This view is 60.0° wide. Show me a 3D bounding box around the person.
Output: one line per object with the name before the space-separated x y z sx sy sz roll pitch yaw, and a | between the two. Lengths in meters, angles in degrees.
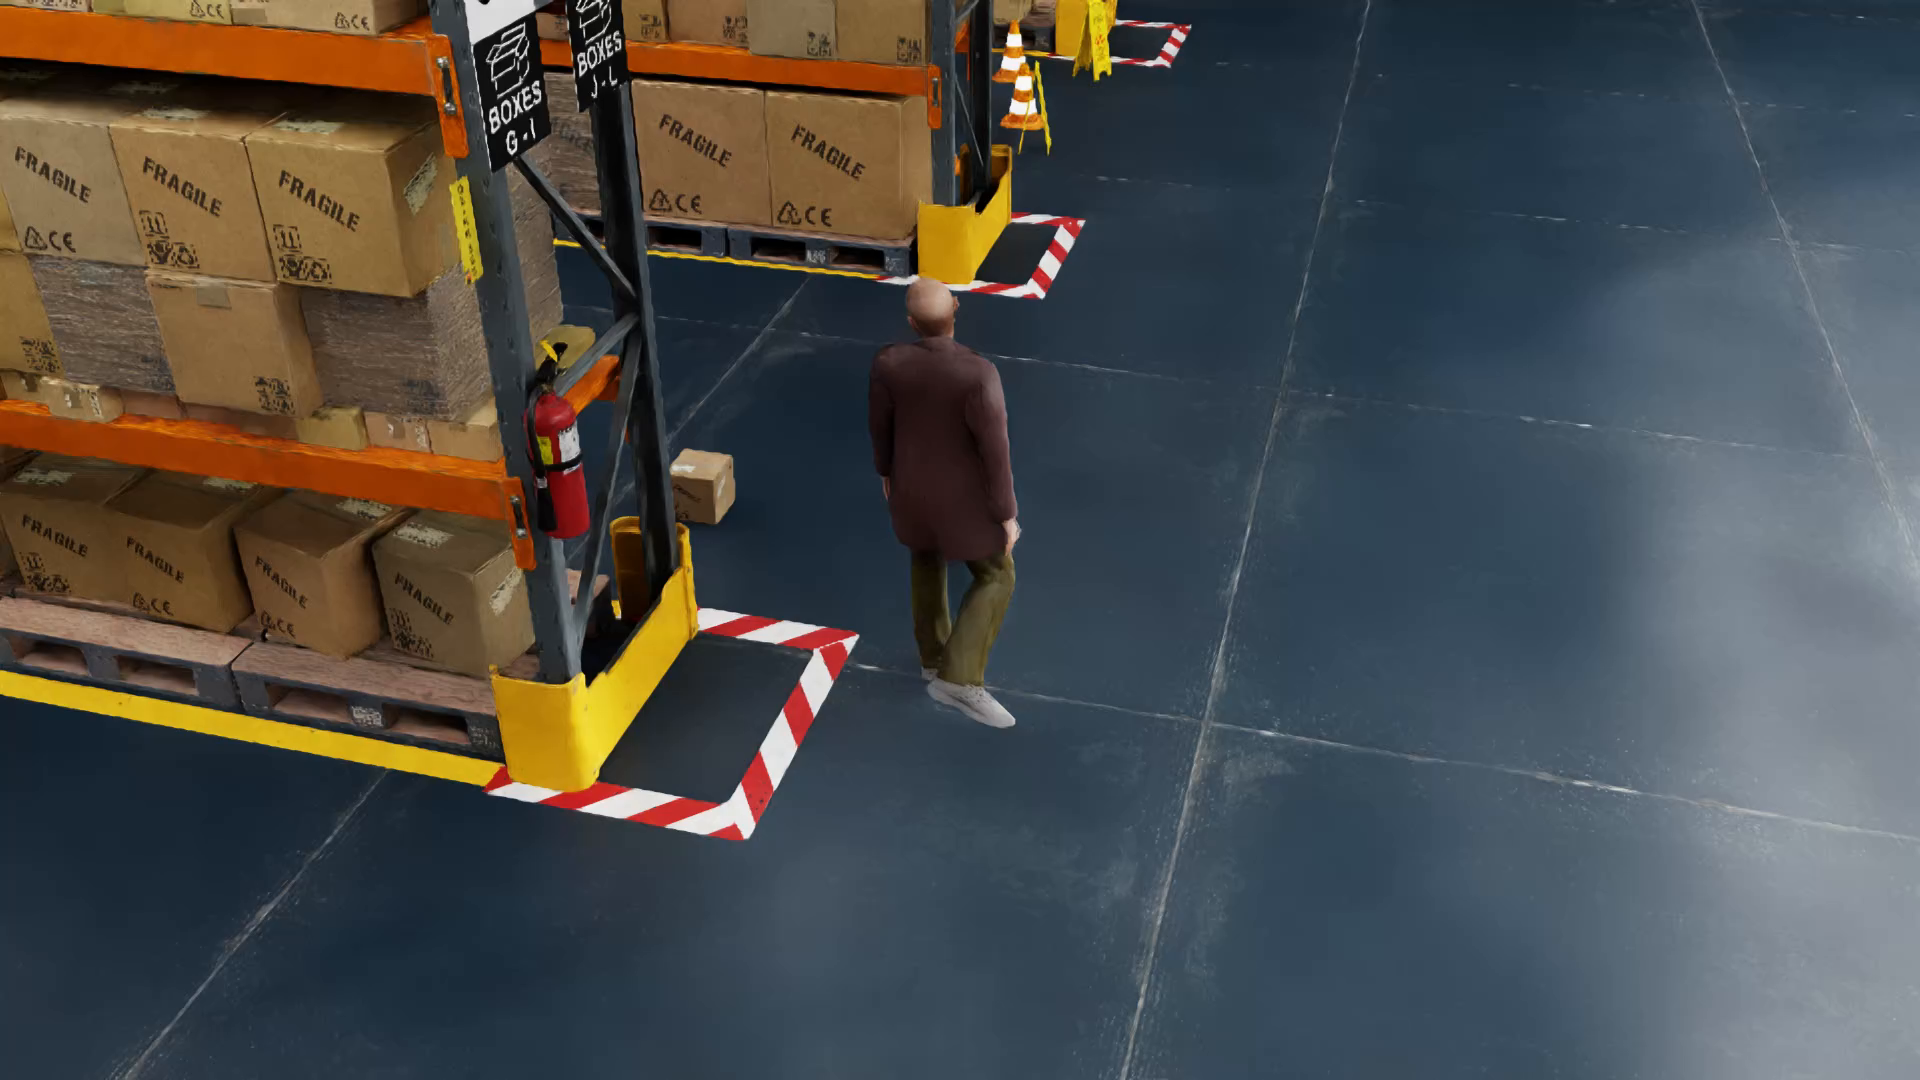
person | -0.031 -0.141 6.371 0.788 1.775 0.666 15 35 22
